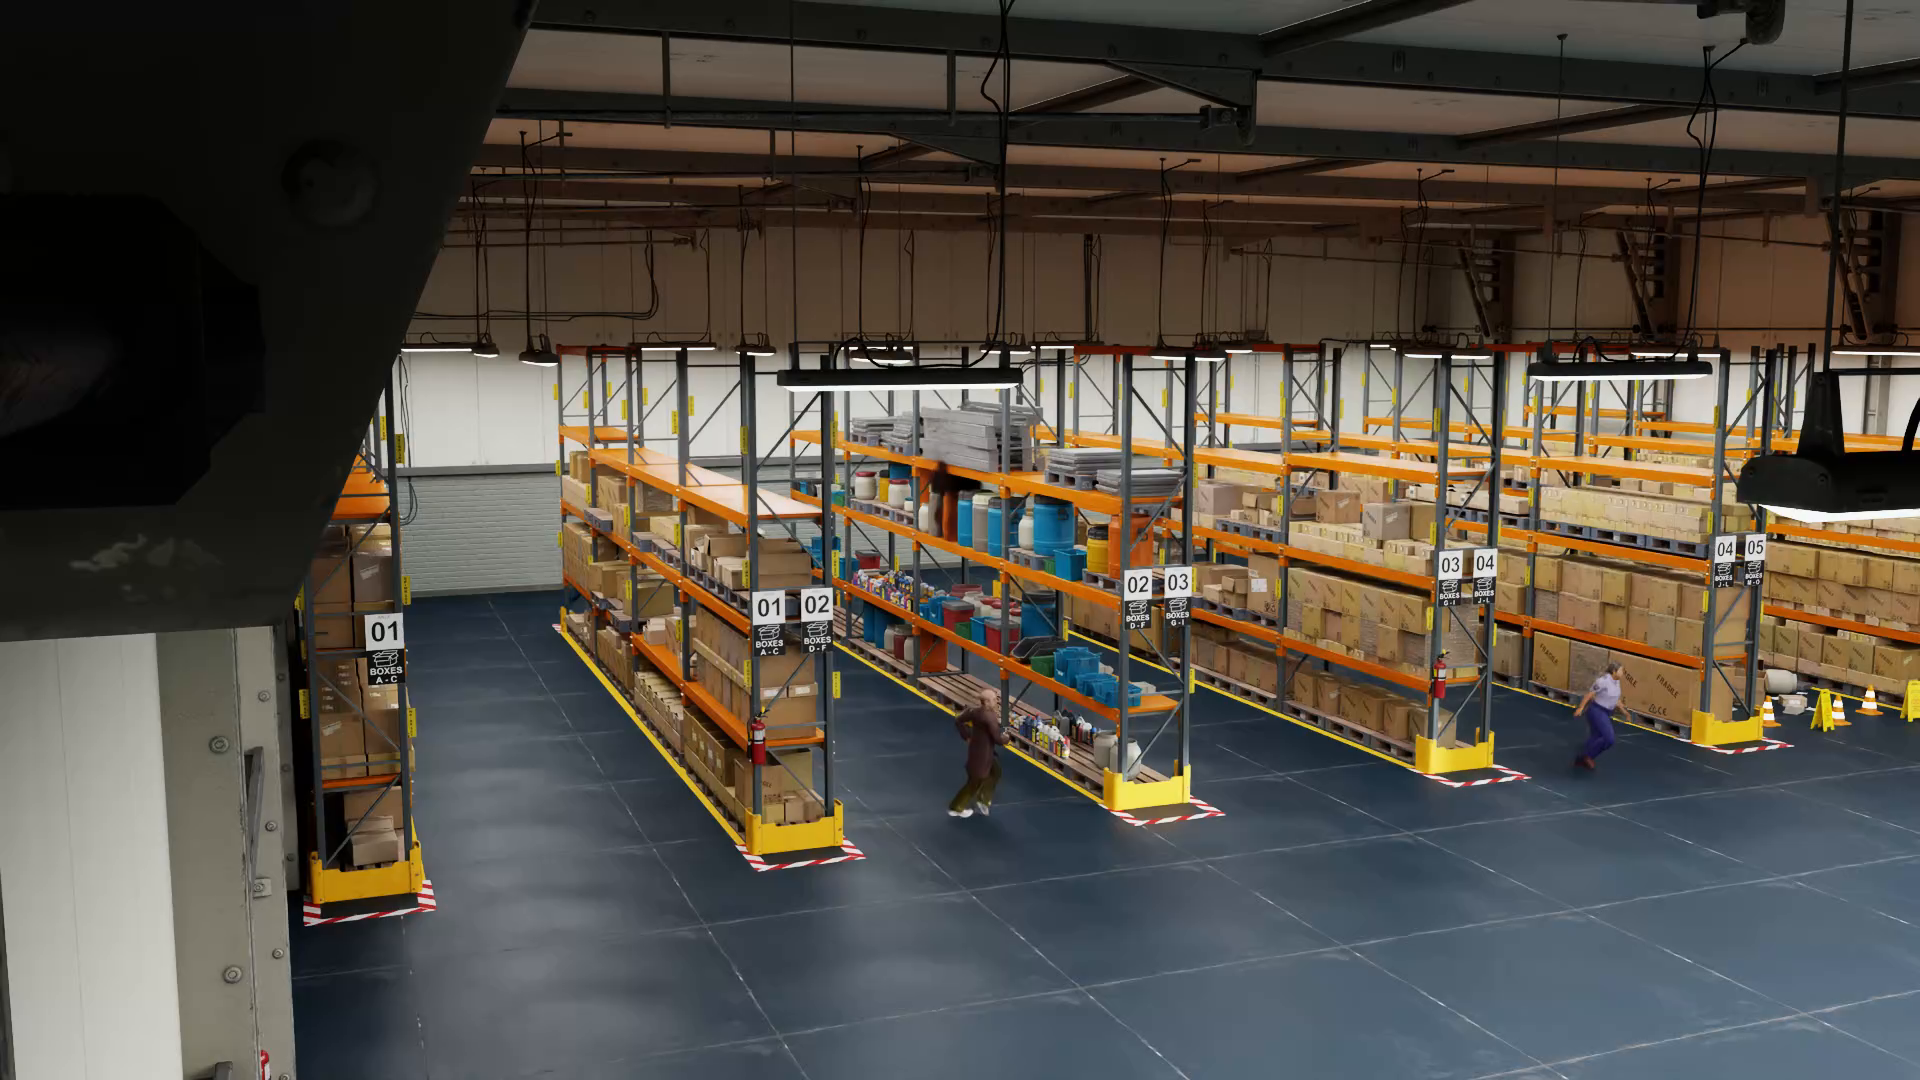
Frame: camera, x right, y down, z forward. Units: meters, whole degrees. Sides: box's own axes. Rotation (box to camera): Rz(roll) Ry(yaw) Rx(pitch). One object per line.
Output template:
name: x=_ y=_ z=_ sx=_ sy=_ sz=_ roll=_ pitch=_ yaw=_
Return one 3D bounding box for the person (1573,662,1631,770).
person: x=9.223 y=2.517 z=23.875 sx=0.708 sy=1.591 sz=0.593 roll=6 pitch=9 yaw=38

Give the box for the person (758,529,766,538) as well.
person: x=-4.569 y=0.630 z=37.643 sx=1.006 sy=1.775 sz=0.650 roll=-3 pitch=8 yaw=-20

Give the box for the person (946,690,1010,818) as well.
person: x=0.247 y=2.786 z=21.290 sx=0.794 sy=1.791 sz=0.776 roll=-1 pitch=7 yaw=-11

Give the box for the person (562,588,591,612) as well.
person: x=-8.371 y=0.885 z=36.680 sx=0.863 sy=1.602 sz=0.552 roll=0 pitch=7 yaw=0
